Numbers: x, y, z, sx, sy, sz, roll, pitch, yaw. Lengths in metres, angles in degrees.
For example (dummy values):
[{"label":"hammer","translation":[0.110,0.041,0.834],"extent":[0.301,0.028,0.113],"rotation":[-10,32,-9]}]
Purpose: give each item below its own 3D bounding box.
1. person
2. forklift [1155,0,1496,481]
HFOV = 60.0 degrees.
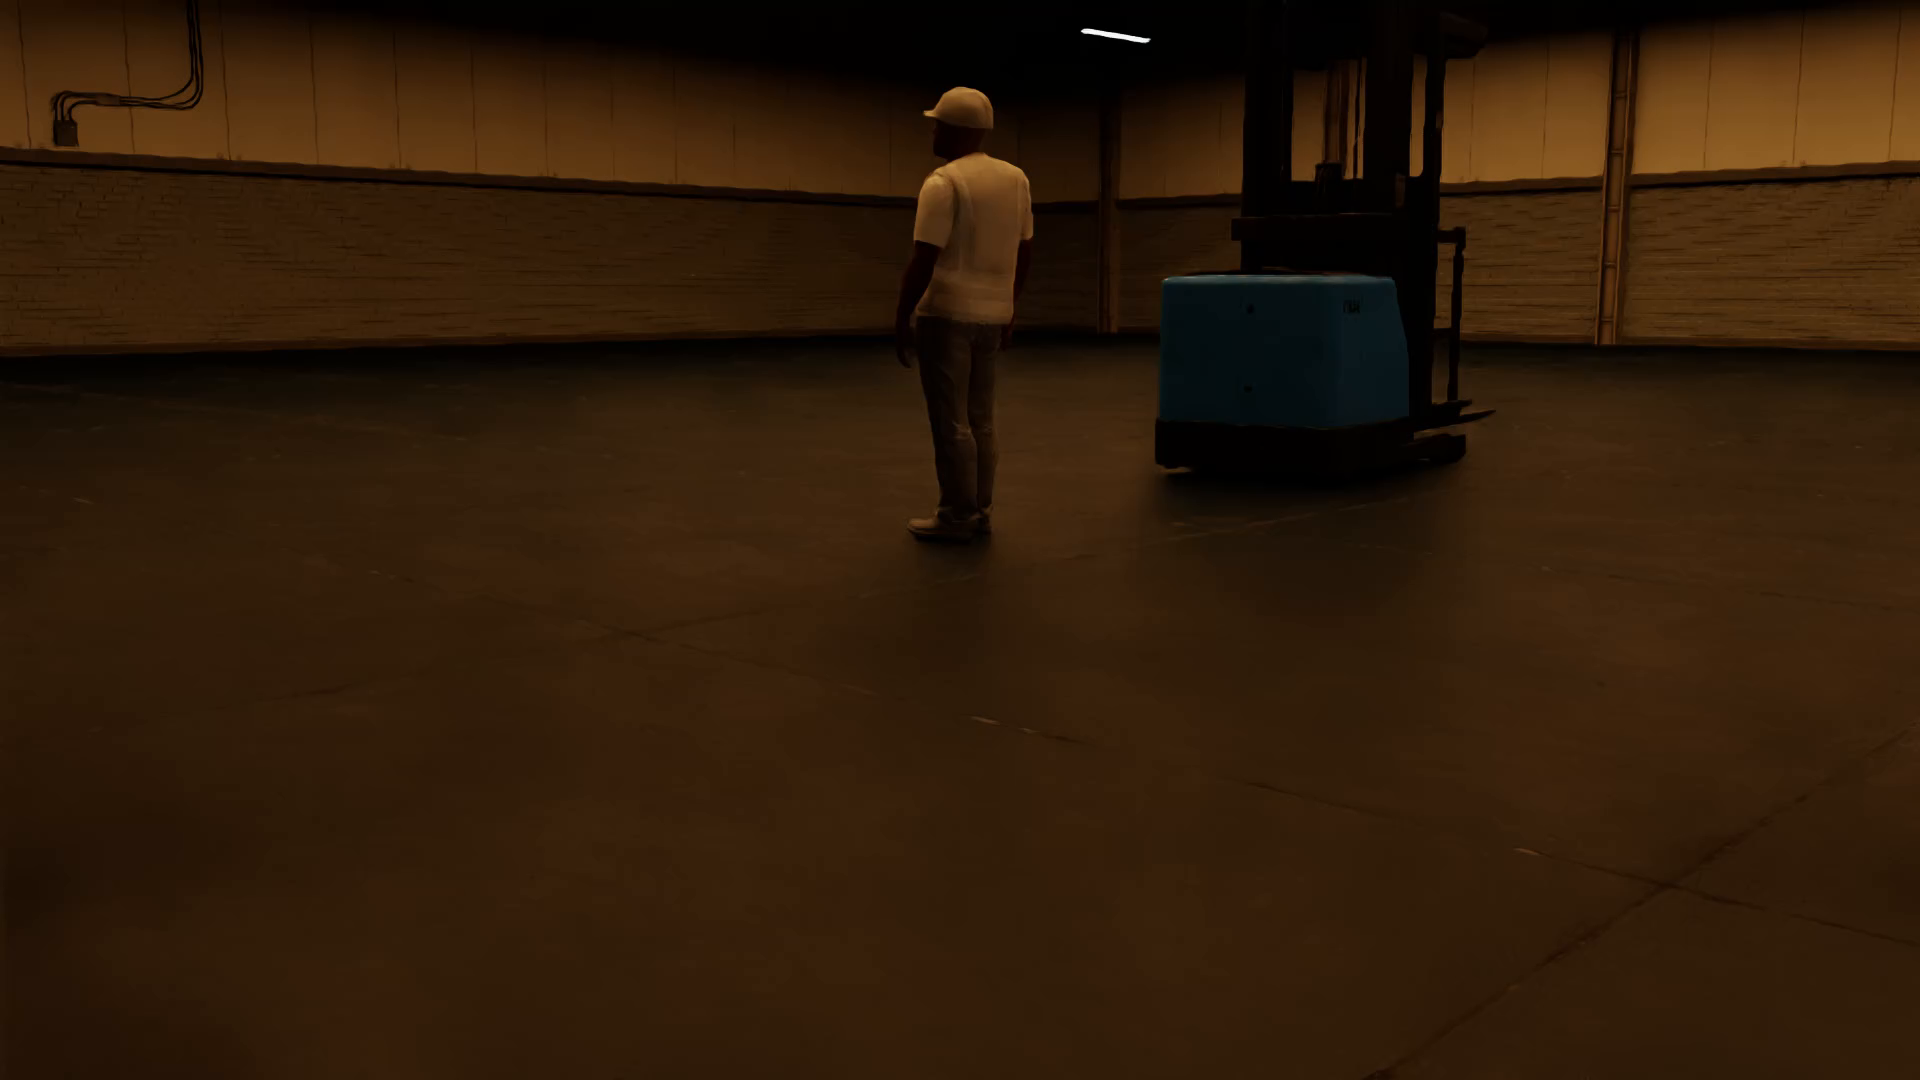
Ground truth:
[{"label":"person","translation":[-0.046,-0.888,6.637],"extent":[0.576,1.766,0.665],"rotation":[8,12,43]},{"label":"forklift","translation":[2.337,-1.928,9.678],"extent":[1.130,2.935,3.031],"rotation":[6,11,36]}]
